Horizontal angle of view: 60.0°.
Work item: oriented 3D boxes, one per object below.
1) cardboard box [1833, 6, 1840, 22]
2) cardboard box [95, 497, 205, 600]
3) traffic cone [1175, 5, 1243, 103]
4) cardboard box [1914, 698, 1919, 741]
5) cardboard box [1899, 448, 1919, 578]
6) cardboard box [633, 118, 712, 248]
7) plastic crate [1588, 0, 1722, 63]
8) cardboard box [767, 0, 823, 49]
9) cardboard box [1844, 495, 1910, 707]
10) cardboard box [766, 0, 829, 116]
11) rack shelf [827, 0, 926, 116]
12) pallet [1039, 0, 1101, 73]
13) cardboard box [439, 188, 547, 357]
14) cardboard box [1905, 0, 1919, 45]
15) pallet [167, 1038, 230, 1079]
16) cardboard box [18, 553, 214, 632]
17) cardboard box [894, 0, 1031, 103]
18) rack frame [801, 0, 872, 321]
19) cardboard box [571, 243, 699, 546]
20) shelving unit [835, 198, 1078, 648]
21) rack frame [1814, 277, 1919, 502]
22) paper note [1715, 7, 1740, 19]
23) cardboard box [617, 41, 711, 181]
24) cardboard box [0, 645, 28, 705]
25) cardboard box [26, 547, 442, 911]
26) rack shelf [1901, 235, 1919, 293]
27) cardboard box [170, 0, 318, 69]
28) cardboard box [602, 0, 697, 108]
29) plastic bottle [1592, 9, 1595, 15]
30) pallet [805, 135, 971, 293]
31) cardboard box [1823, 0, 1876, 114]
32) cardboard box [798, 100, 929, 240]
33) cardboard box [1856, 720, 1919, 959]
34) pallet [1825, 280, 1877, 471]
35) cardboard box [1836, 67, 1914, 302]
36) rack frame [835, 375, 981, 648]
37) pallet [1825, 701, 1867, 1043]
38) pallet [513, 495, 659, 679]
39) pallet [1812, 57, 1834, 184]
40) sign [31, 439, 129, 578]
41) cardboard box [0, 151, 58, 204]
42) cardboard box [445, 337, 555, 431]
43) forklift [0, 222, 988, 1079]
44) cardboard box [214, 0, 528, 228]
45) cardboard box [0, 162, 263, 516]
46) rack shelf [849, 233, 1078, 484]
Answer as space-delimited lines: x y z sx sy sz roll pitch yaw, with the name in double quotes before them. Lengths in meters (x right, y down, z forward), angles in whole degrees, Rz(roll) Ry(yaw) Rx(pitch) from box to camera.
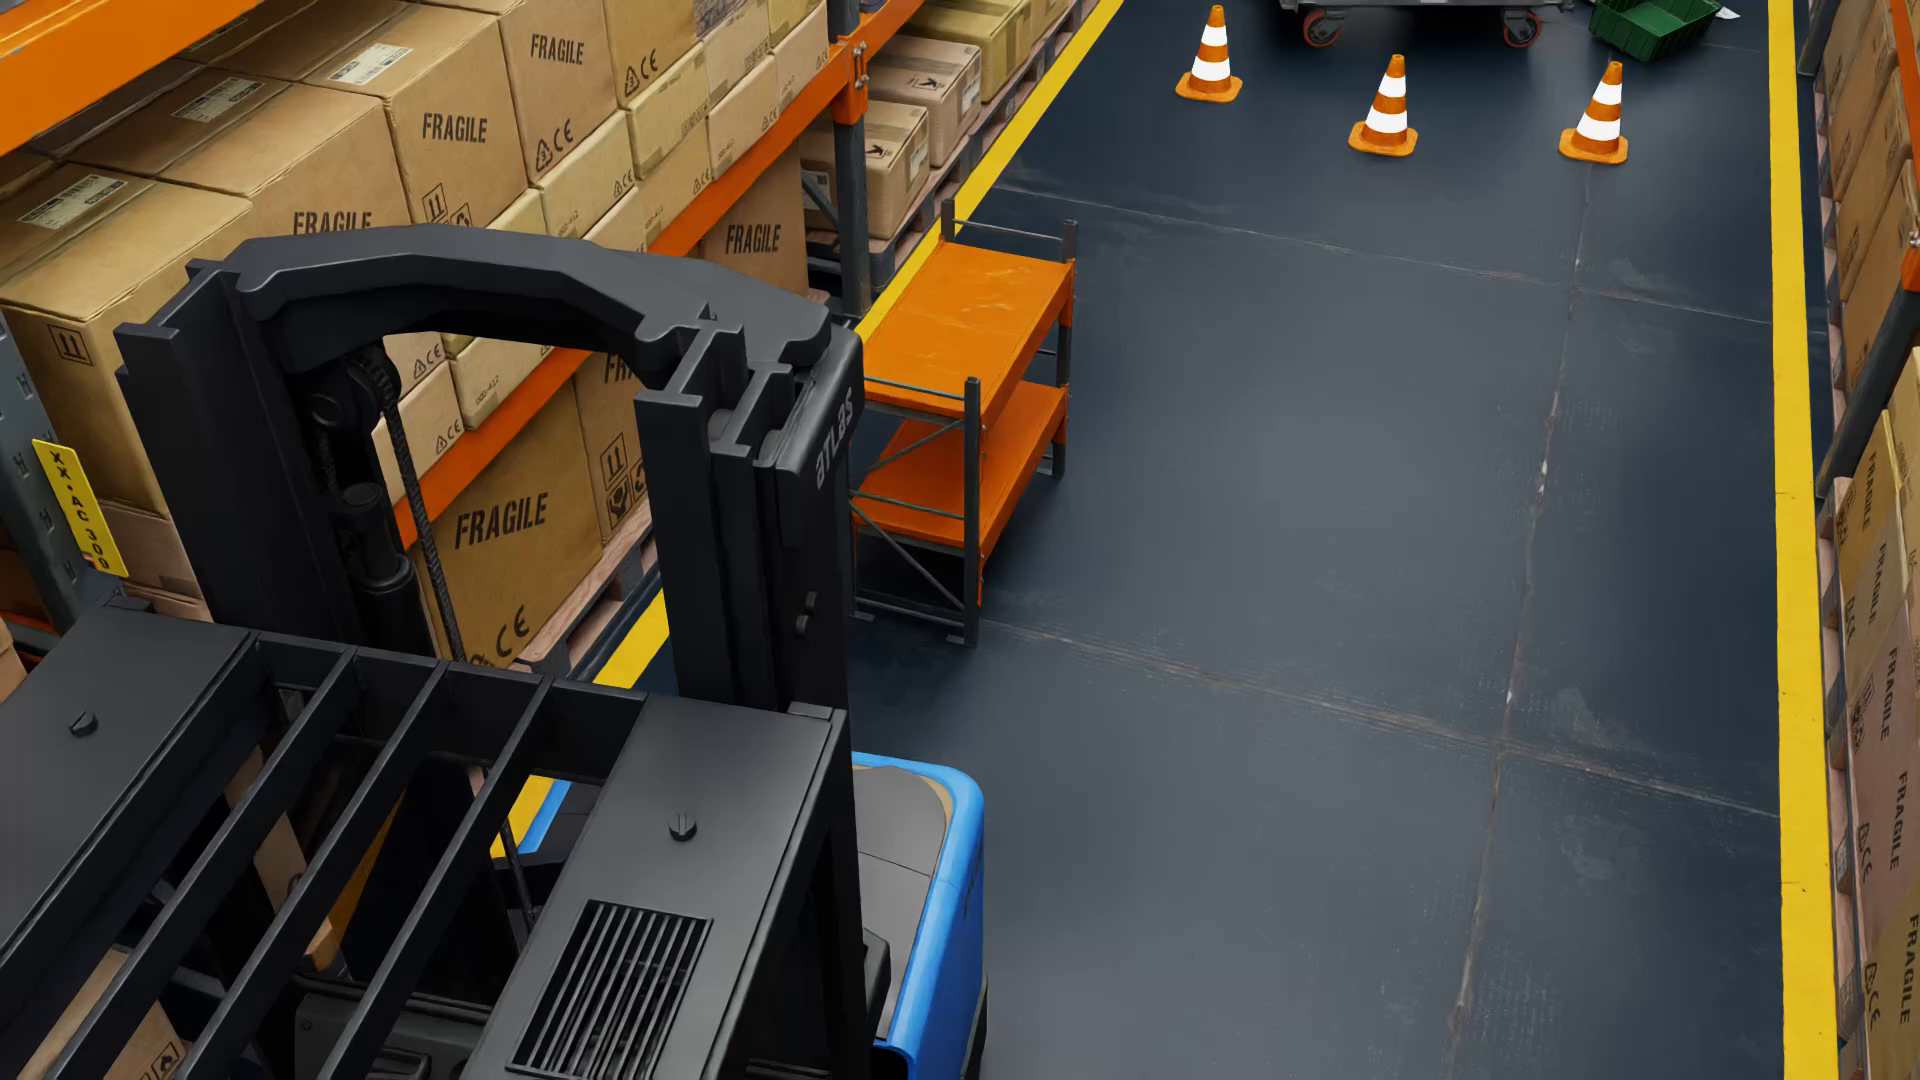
"cardboard box" 5.448 -3.383 9.218 0.875 0.875 0.875 14 42 16
"cardboard box" -1.839 -0.160 3.857 0.500 0.250 0.500 12 42 14
"traffic cone" 1.373 -2.668 9.021 0.336 0.463 0.334 13 42 15
"cardboard box" 2.805 0.575 4.289 0.500 0.250 0.500 12 42 13
"cardboard box" 3.163 -0.042 5.013 0.500 0.250 0.500 13 42 15
"cardboard box" -1.163 -1.219 5.483 0.500 0.250 0.500 13 42 15
"plastic crate" 3.996 -3.013 9.592 0.662 0.188 0.450 -29 58 -29
"cardboard box" -0.814 -2.042 6.063 0.500 0.250 0.500 13 42 15
"cardboard box" 3.149 0.250 5.249 0.500 0.500 0.500 14 42 16
"cardboard box" -0.816 -1.838 6.209 0.500 0.250 0.500 12 42 14
"rack shelf" -0.203 -3.207 8.252 1.077 0.370 4.000 13 42 15
"pallet" 0.216 -3.165 9.797 1.003 0.211 1.213 13 42 15
"cardboard box" -1.490 -0.786 4.591 0.500 0.250 0.500 14 42 16
"cardboard box" 4.044 -2.205 6.446 0.500 0.500 0.500 13 42 14
"pallet" -2.588 1.686 4.111 1.003 0.211 1.213 13 42 15
"cardboard box" -1.856 0.026 4.024 0.500 0.250 0.500 12 42 14
"cardboard box" -0.175 -2.676 8.777 0.950 0.372 0.625 15 43 17
"rack frame" -0.887 -2.261 6.589 1.000 3.000 0.127 13 42 15
"cardboard box" -1.510 -0.666 6.034 0.875 0.875 0.875 14 42 16
"shelving unit" -0.002 -0.424 5.880 0.538 1.125 1.048 13 42 15
"rack frame" 3.800 -1.224 5.373 1.000 3.000 0.127 13 42 15
"paper note" 4.546 -3.145 9.913 0.147 0.020 0.142 -13 42 -15
"cardboard box" -1.141 -1.412 5.324 0.500 0.250 0.500 12 42 14
"cardboard box" -2.173 0.480 3.299 0.500 0.500 0.500 14 42 15
"cardboard box" -2.118 0.431 4.747 0.875 0.875 0.875 15 43 16
"rack shelf" 3.116 0.270 4.177 1.077 0.370 4.000 13 42 15
"cardboard box" -1.976 -1.190 4.486 0.500 0.500 0.500 15 43 16
"cardboard box" -1.161 -1.690 5.072 0.500 0.500 0.500 13 42 15
"plastic bottle" 3.844 -3.049 9.777 0.133 0.061 0.283 -7 41 -8
"pallet" -0.618 -1.676 8.052 1.003 0.211 1.213 13 42 15
"cardboard box" 5.040 -2.569 8.360 1.050 0.750 0.750 13 42 15
"cardboard box" -0.684 -1.763 7.707 0.950 0.372 0.625 11 42 12
"cardboard box" 2.803 0.875 4.516 0.500 0.500 0.500 12 42 14
"pallet" 4.140 -0.627 6.823 1.003 0.211 1.213 13 42 15
"cardboard box" 4.388 -1.413 7.005 1.050 0.750 0.750 14 42 16
"rack frame" -0.176 -0.114 5.517 0.500 1.125 0.032 13 42 15
"pallet" 3.112 1.055 4.851 1.003 0.211 1.213 13 42 15
"pallet" -1.646 0.006 6.081 1.003 0.211 1.213 13 42 15
"pallet" 4.974 -2.115 8.567 1.003 0.211 1.213 13 42 15
"sign" -1.732 -0.058 3.279 0.100 0.325 0.005 13 42 15
"cardboard box" -2.338 -0.568 3.757 0.500 0.500 0.500 15 43 16
"cardboard box" -1.490 -0.599 4.756 0.500 0.250 0.500 13 42 15
"forklift" -0.738 1.122 2.677 1.130 2.935 3.031 8 41 9
"cardboard box" -1.512 -1.066 4.341 0.500 0.500 0.500 12 42 14
"cardboard box" -1.834 -0.444 3.612 0.500 0.500 0.500 14 42 16
"rack shelf" -0.002 -0.646 5.690 0.538 0.278 1.000 13 42 15
